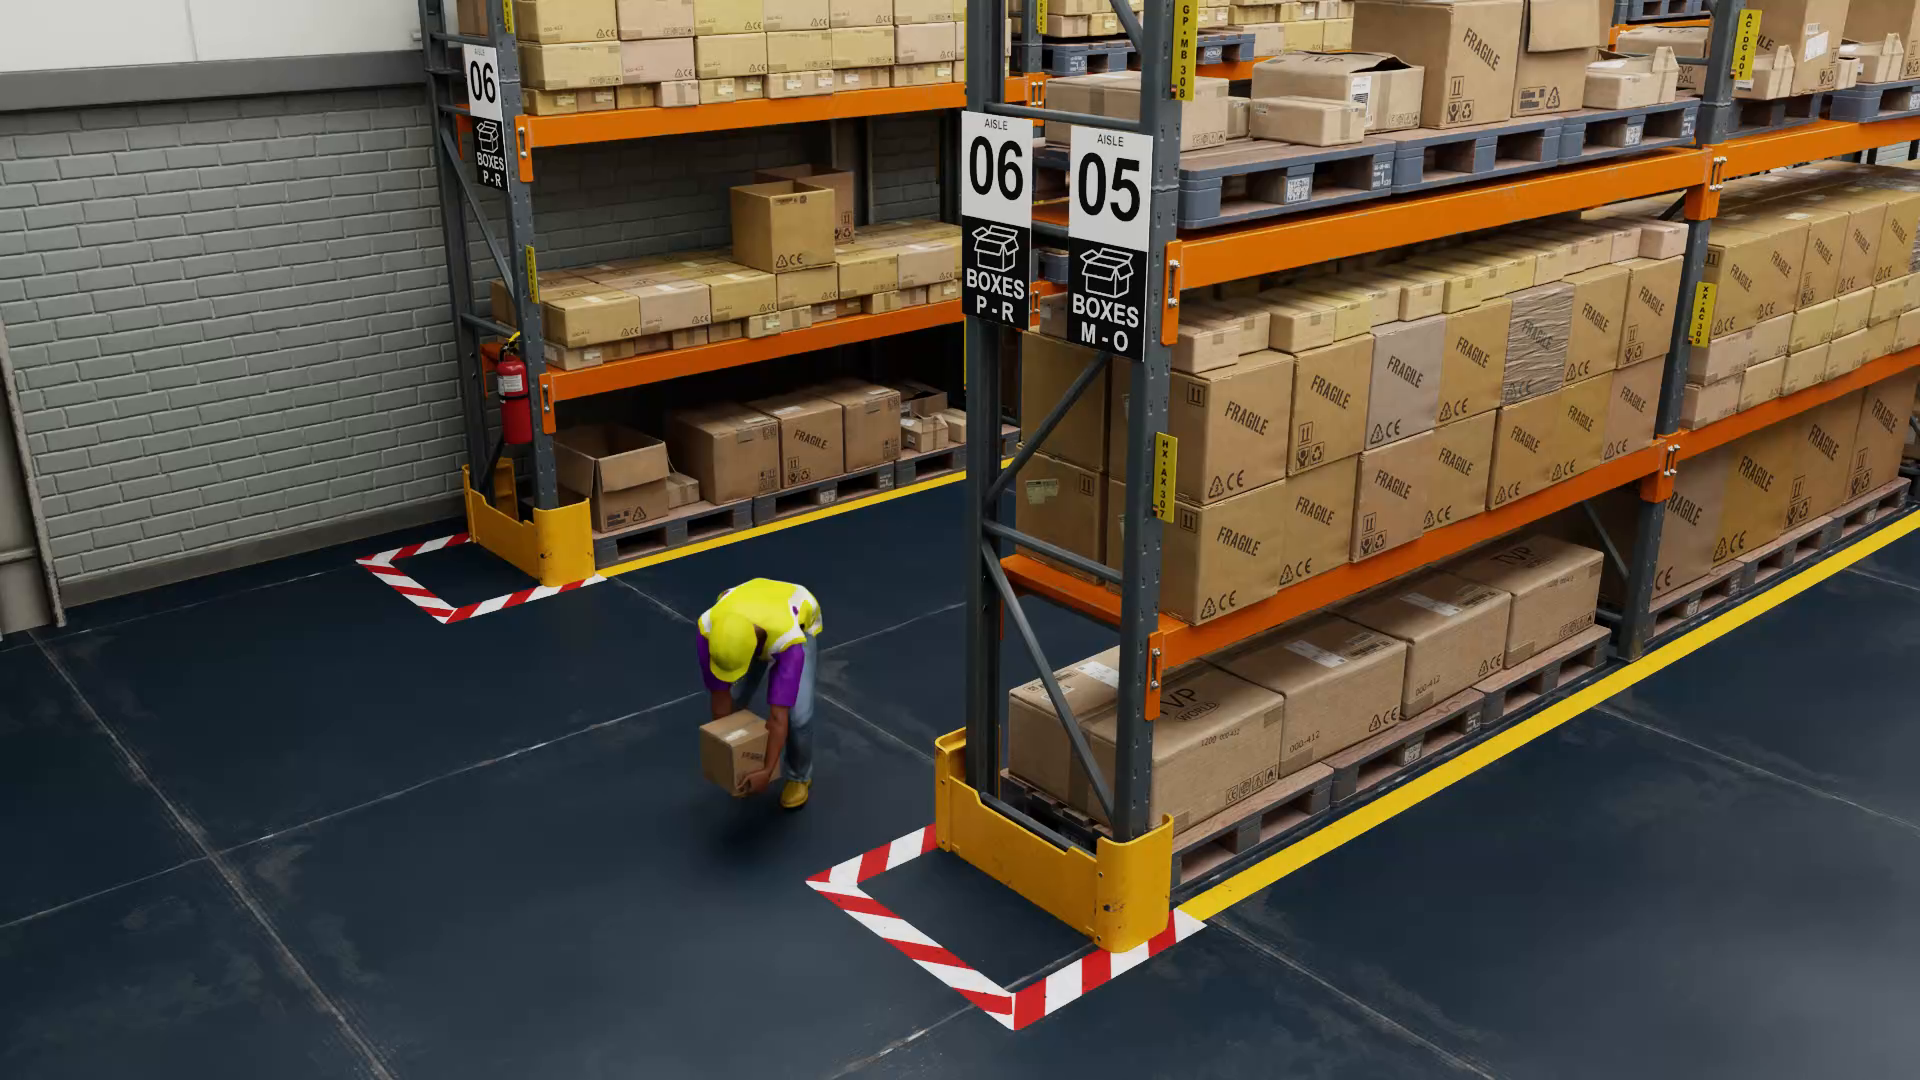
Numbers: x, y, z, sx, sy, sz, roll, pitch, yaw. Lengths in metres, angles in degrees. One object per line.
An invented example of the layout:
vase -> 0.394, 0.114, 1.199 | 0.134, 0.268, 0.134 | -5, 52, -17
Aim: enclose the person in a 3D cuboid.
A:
person -> -0.900, 0.720, 7.543 | 0.502, 1.133, 0.963 | 4, 21, 9
